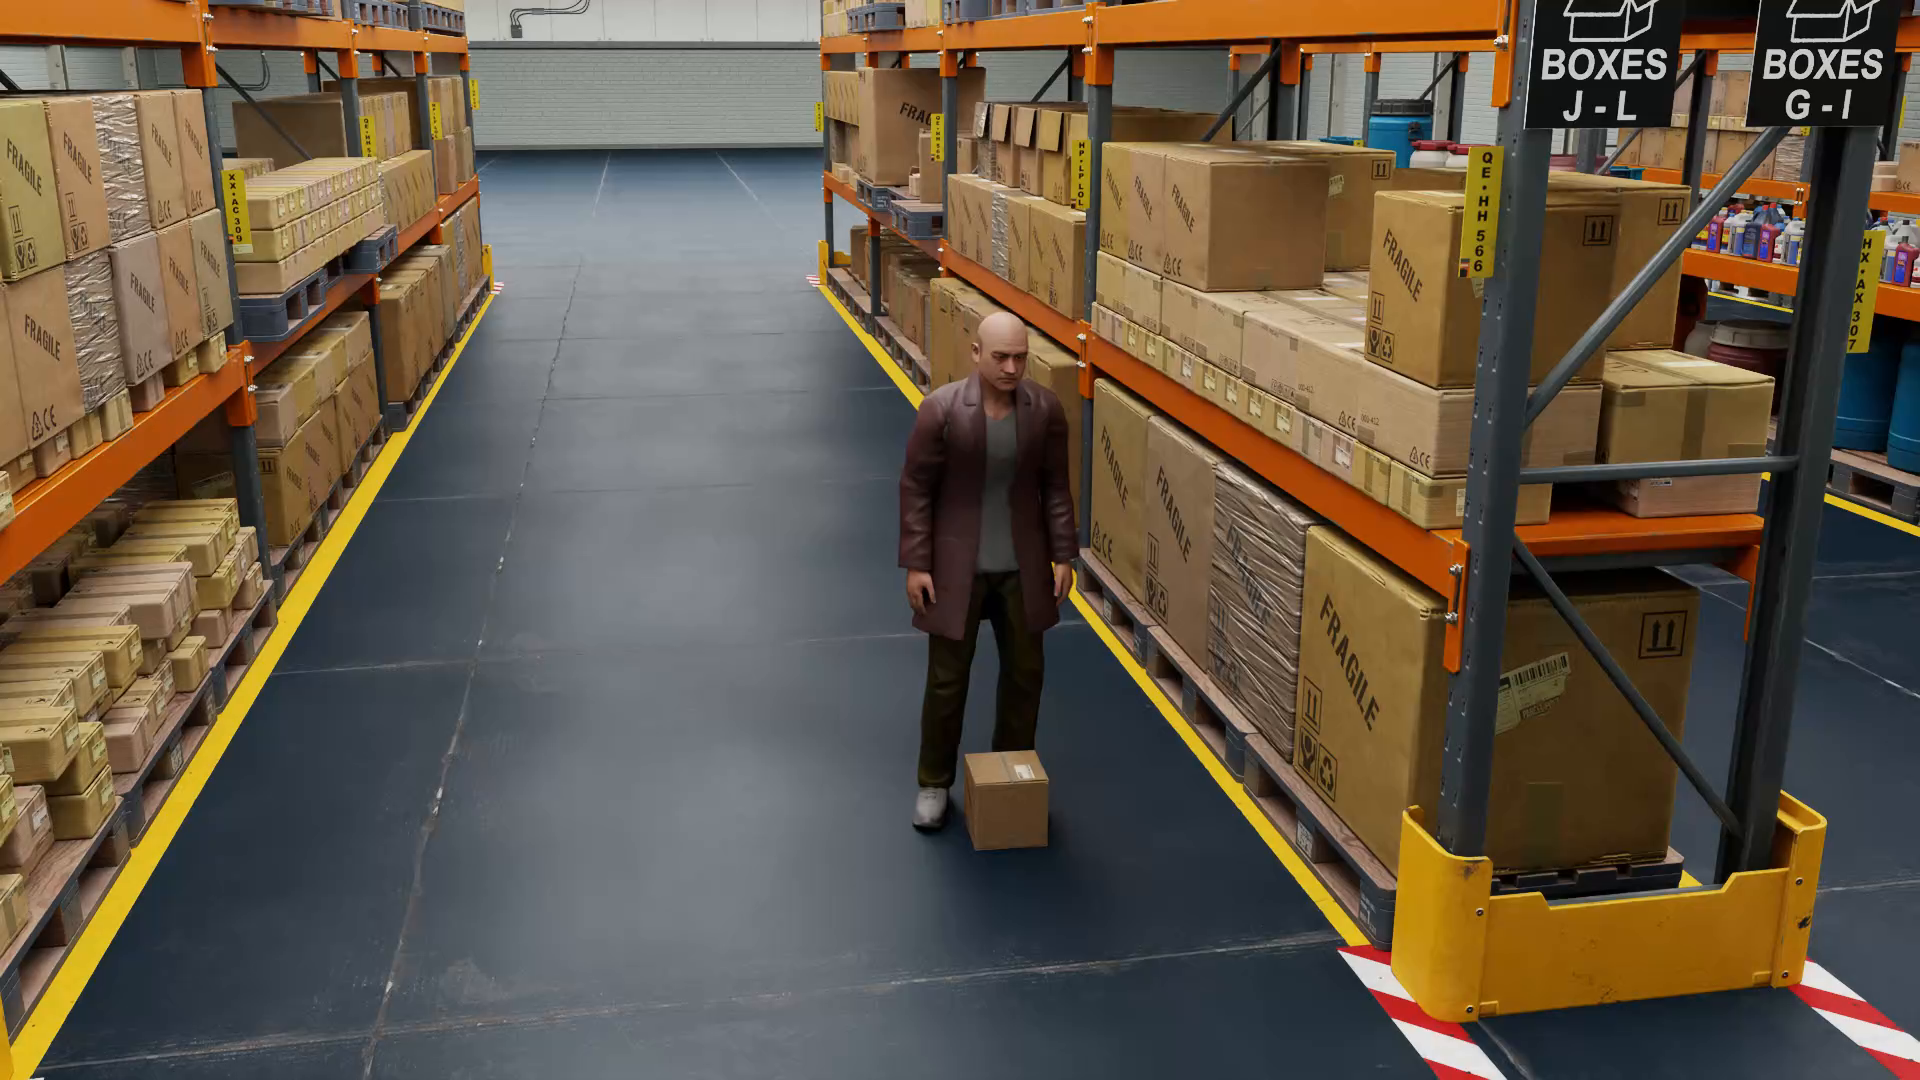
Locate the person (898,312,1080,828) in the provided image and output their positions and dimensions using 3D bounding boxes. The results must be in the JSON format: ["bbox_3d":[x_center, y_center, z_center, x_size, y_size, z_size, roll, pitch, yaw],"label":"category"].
[{"bbox_3d":[0.104,0.094,5.736,0.648,1.772,0.433,-4,17,-14],"label":"person"}]
